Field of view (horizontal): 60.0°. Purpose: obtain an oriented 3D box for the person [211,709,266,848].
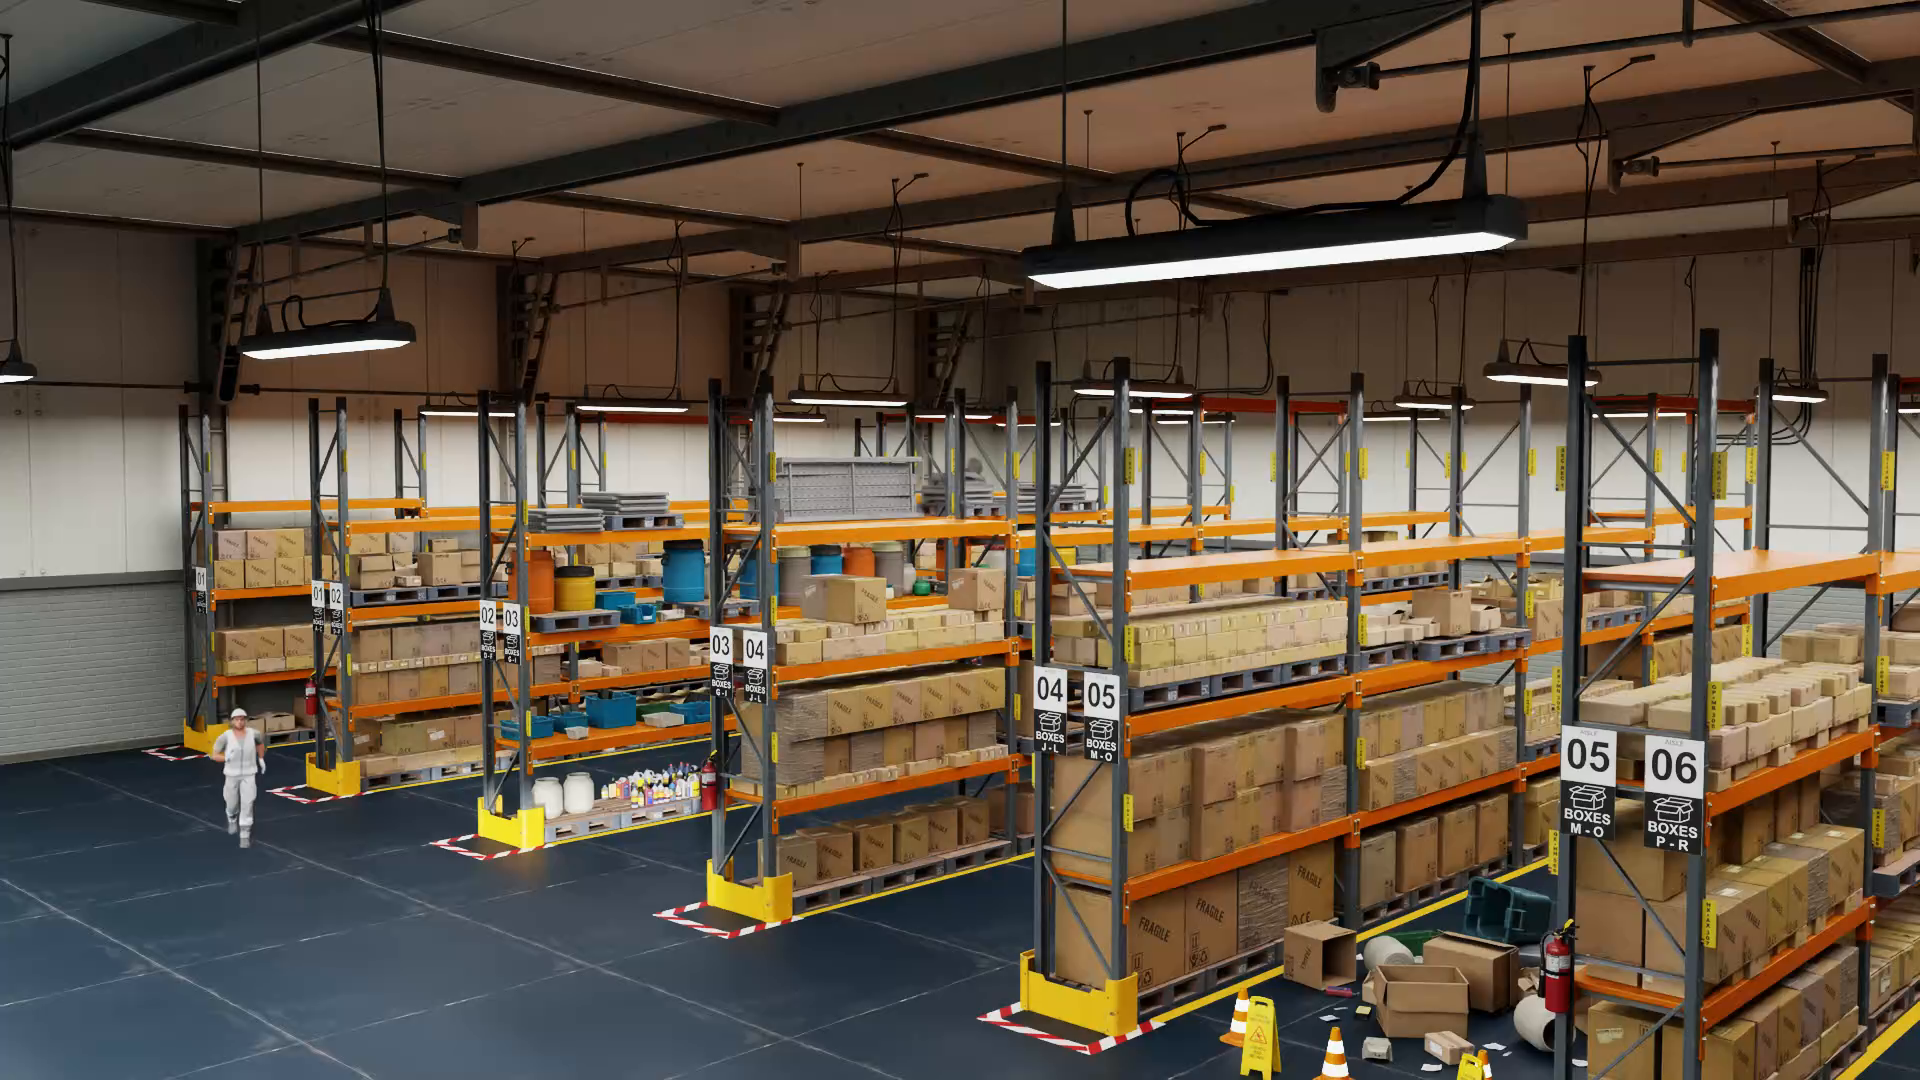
[{"bbox_3d":[-9.485,3.095,21.878,0.663,1.774,0.941,-2,3,-28],"label":"person"}]
